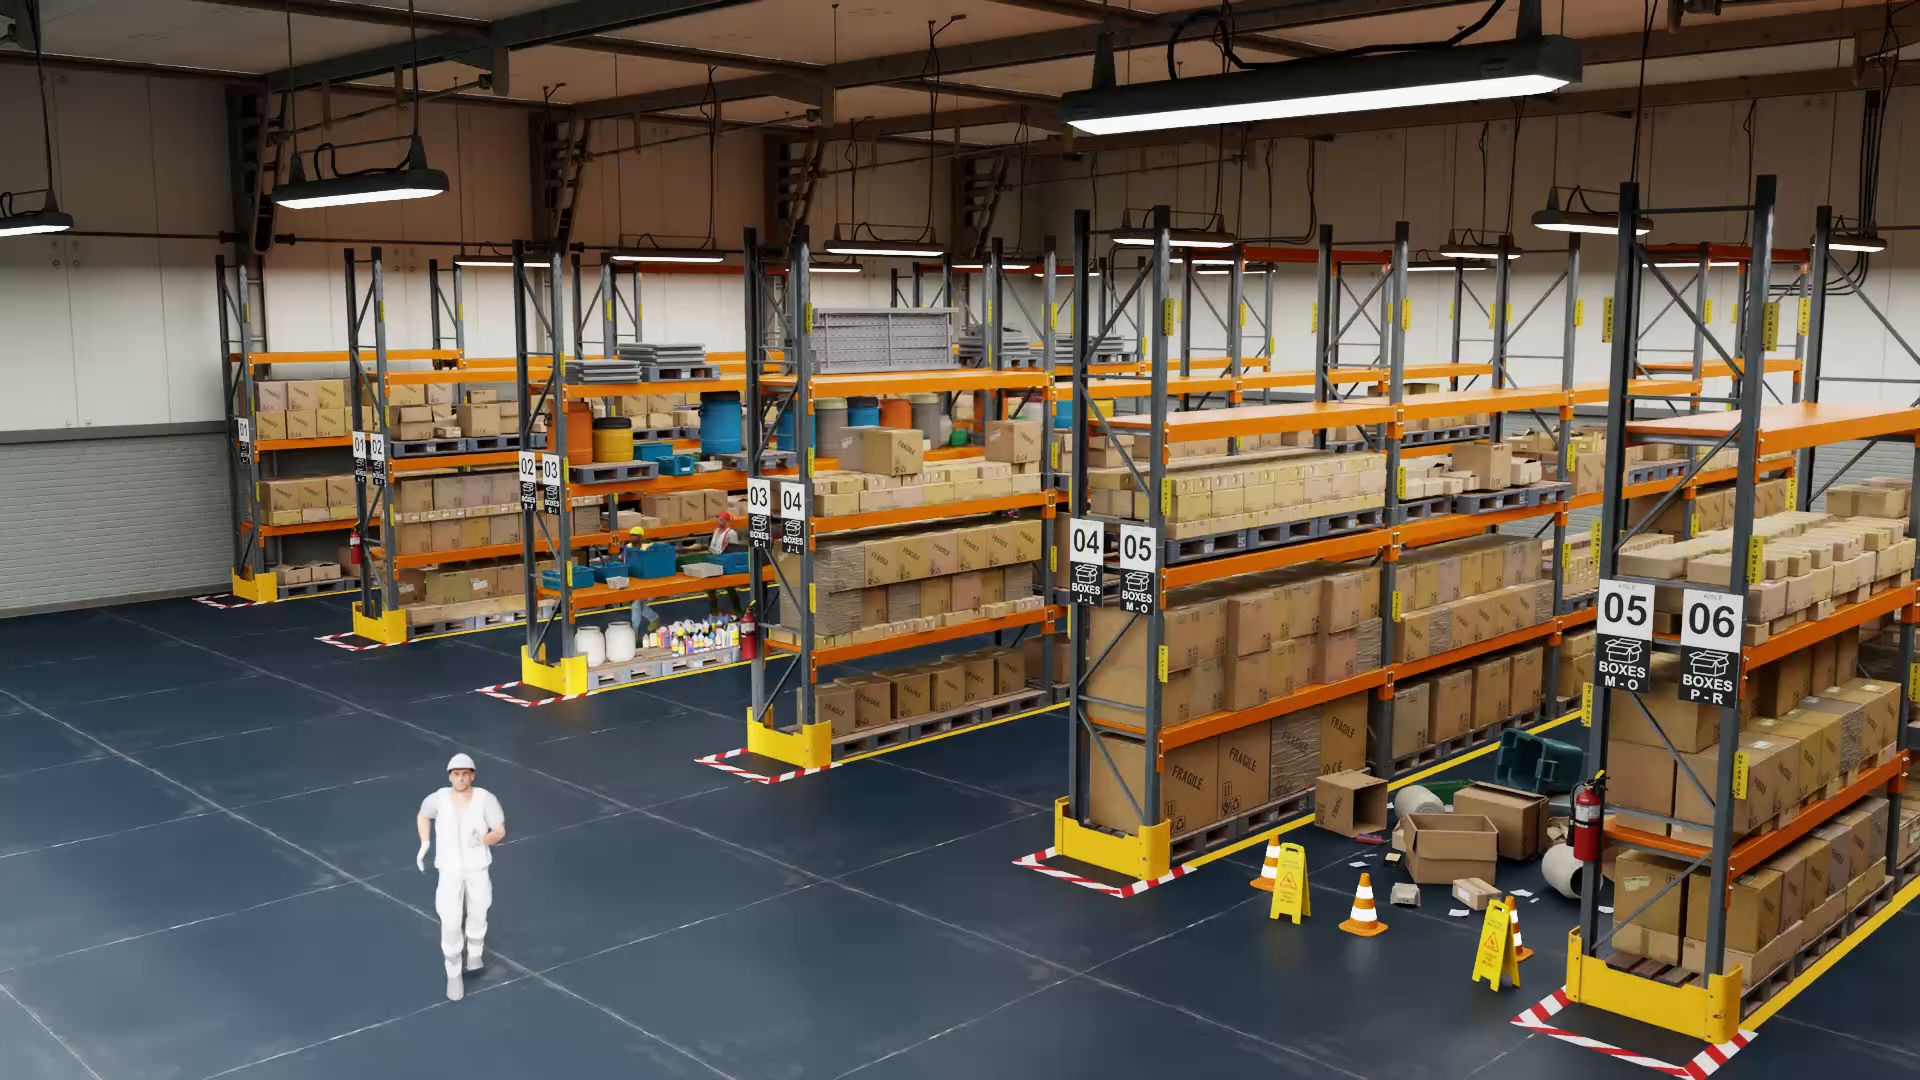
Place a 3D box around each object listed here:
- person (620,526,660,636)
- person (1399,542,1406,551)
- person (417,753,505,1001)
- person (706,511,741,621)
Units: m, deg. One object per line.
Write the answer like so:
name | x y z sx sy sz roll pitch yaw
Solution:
person | -4.955 0.656 25.606 0.693 1.760 0.991 5 9 30
person | 6.482 0.813 24.955 0.600 1.652 0.577 6 10 36
person | -3.757 2.517 12.563 0.645 1.841 0.767 -3 9 -18
person | -3.869 0.443 27.046 0.642 1.837 0.760 4 9 29
